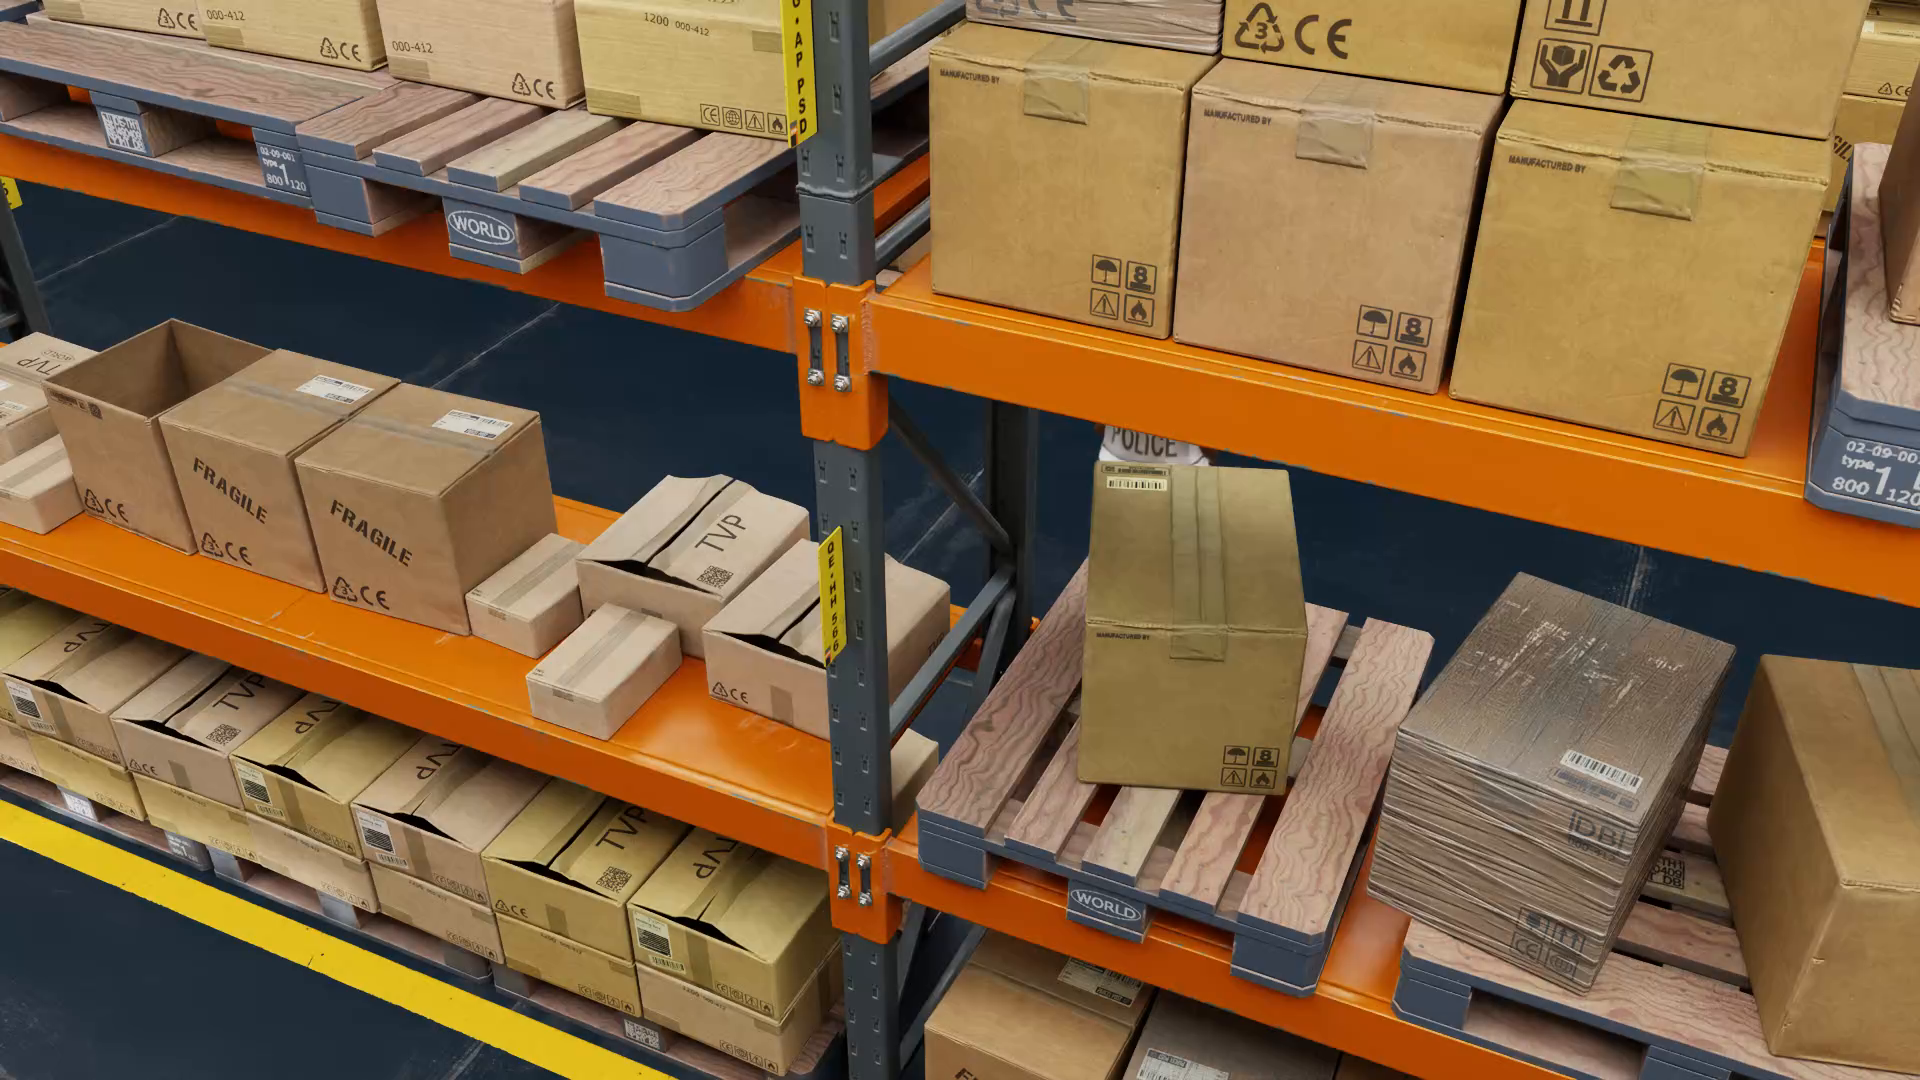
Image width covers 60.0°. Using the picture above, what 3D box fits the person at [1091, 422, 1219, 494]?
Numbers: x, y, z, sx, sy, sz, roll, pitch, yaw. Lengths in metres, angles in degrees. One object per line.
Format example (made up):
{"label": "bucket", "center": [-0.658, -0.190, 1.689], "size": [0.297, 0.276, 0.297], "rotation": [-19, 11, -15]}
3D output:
{"label": "person", "center": [0.744, -0.183, 6.404], "size": [0.513, 1.672, 0.426], "rotation": [14, 36, 19]}
